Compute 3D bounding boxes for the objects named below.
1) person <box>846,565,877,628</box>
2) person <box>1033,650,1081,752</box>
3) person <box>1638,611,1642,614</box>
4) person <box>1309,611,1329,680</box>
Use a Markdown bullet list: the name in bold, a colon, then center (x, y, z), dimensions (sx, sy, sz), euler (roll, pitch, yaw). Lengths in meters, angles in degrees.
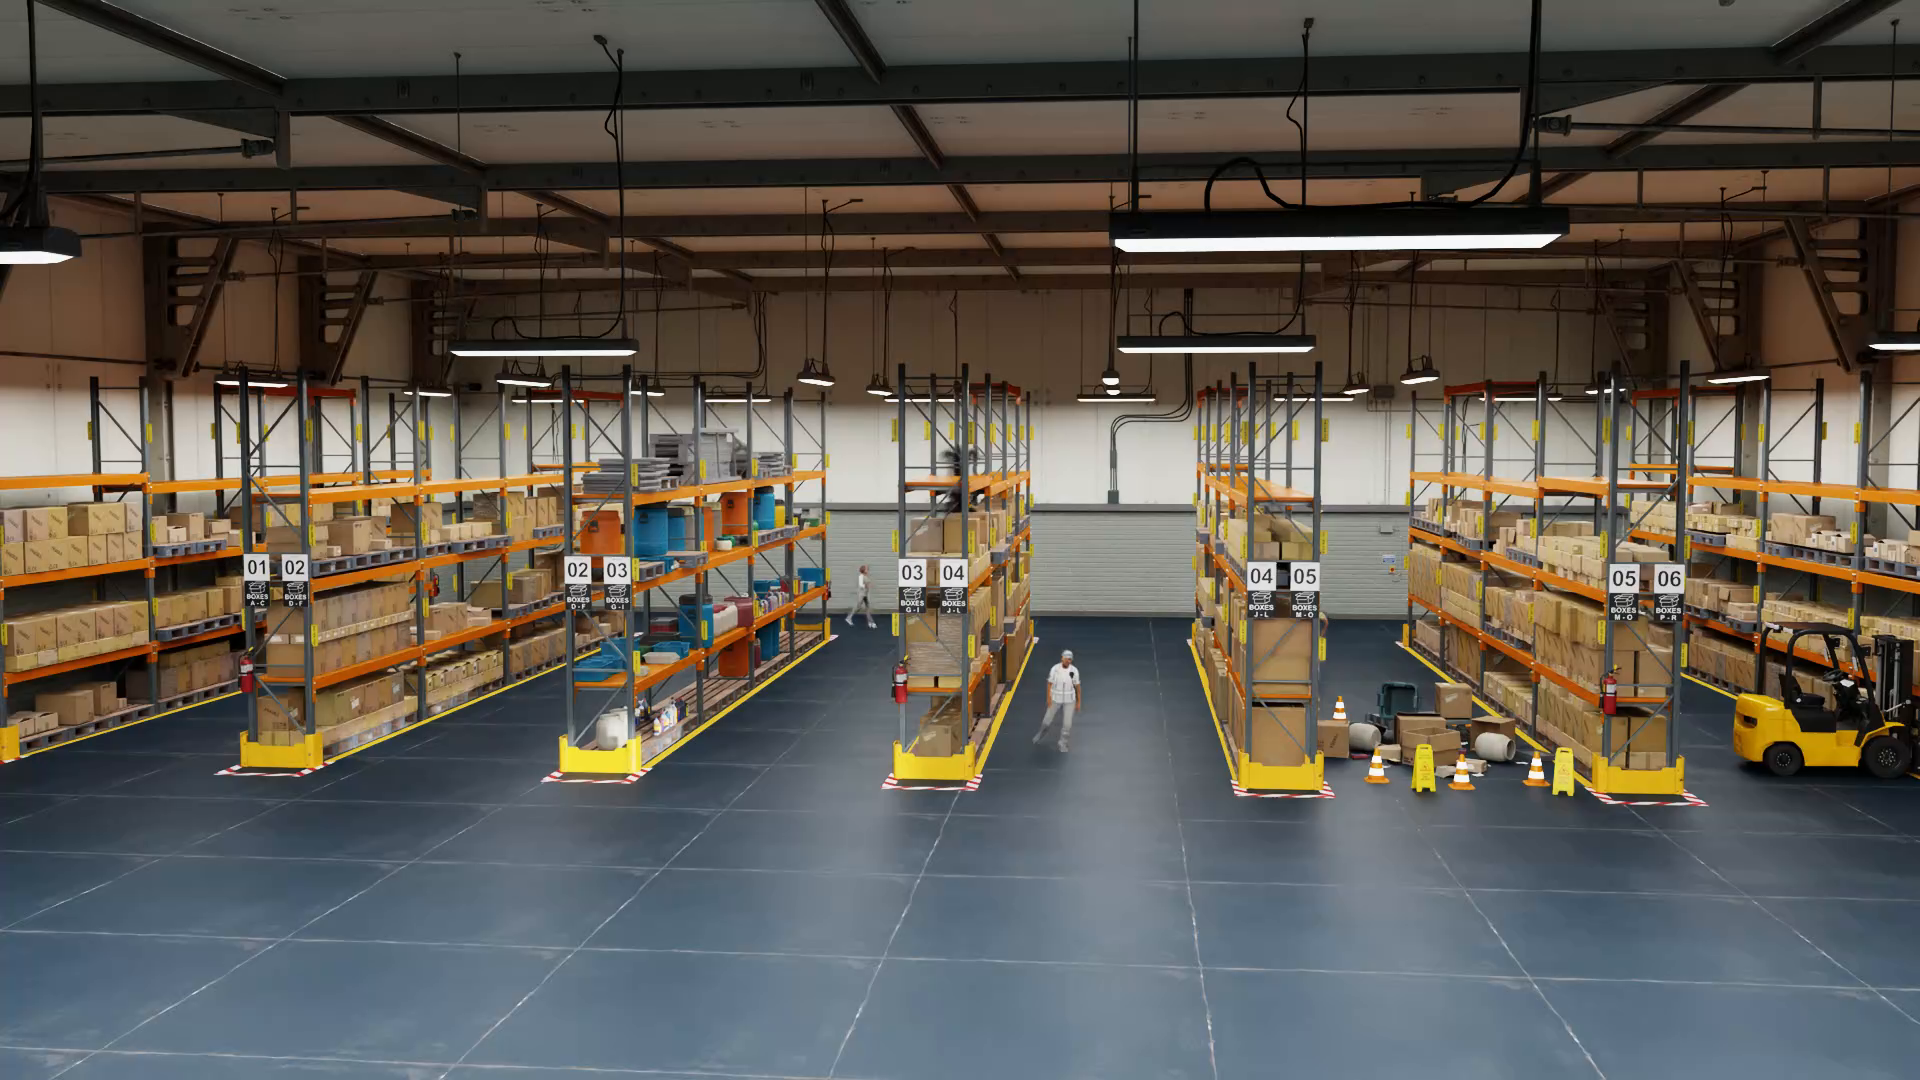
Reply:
- **person**: center (-2.521, 1.442, 42.642), dimensions (0.861, 1.609, 0.538), euler (2, 4, 22)
- **person**: center (1.525, 2.512, 26.161), dimensions (0.757, 1.599, 0.581), euler (0, 4, 2)
- **person**: center (13.189, 2.013, 32.604), dimensions (0.629, 1.795, 0.977), euler (-1, 4, -11)
- **person**: center (7.147, 2.010, 33.802), dimensions (0.610, 1.631, 0.686), euler (0, 4, -3)
